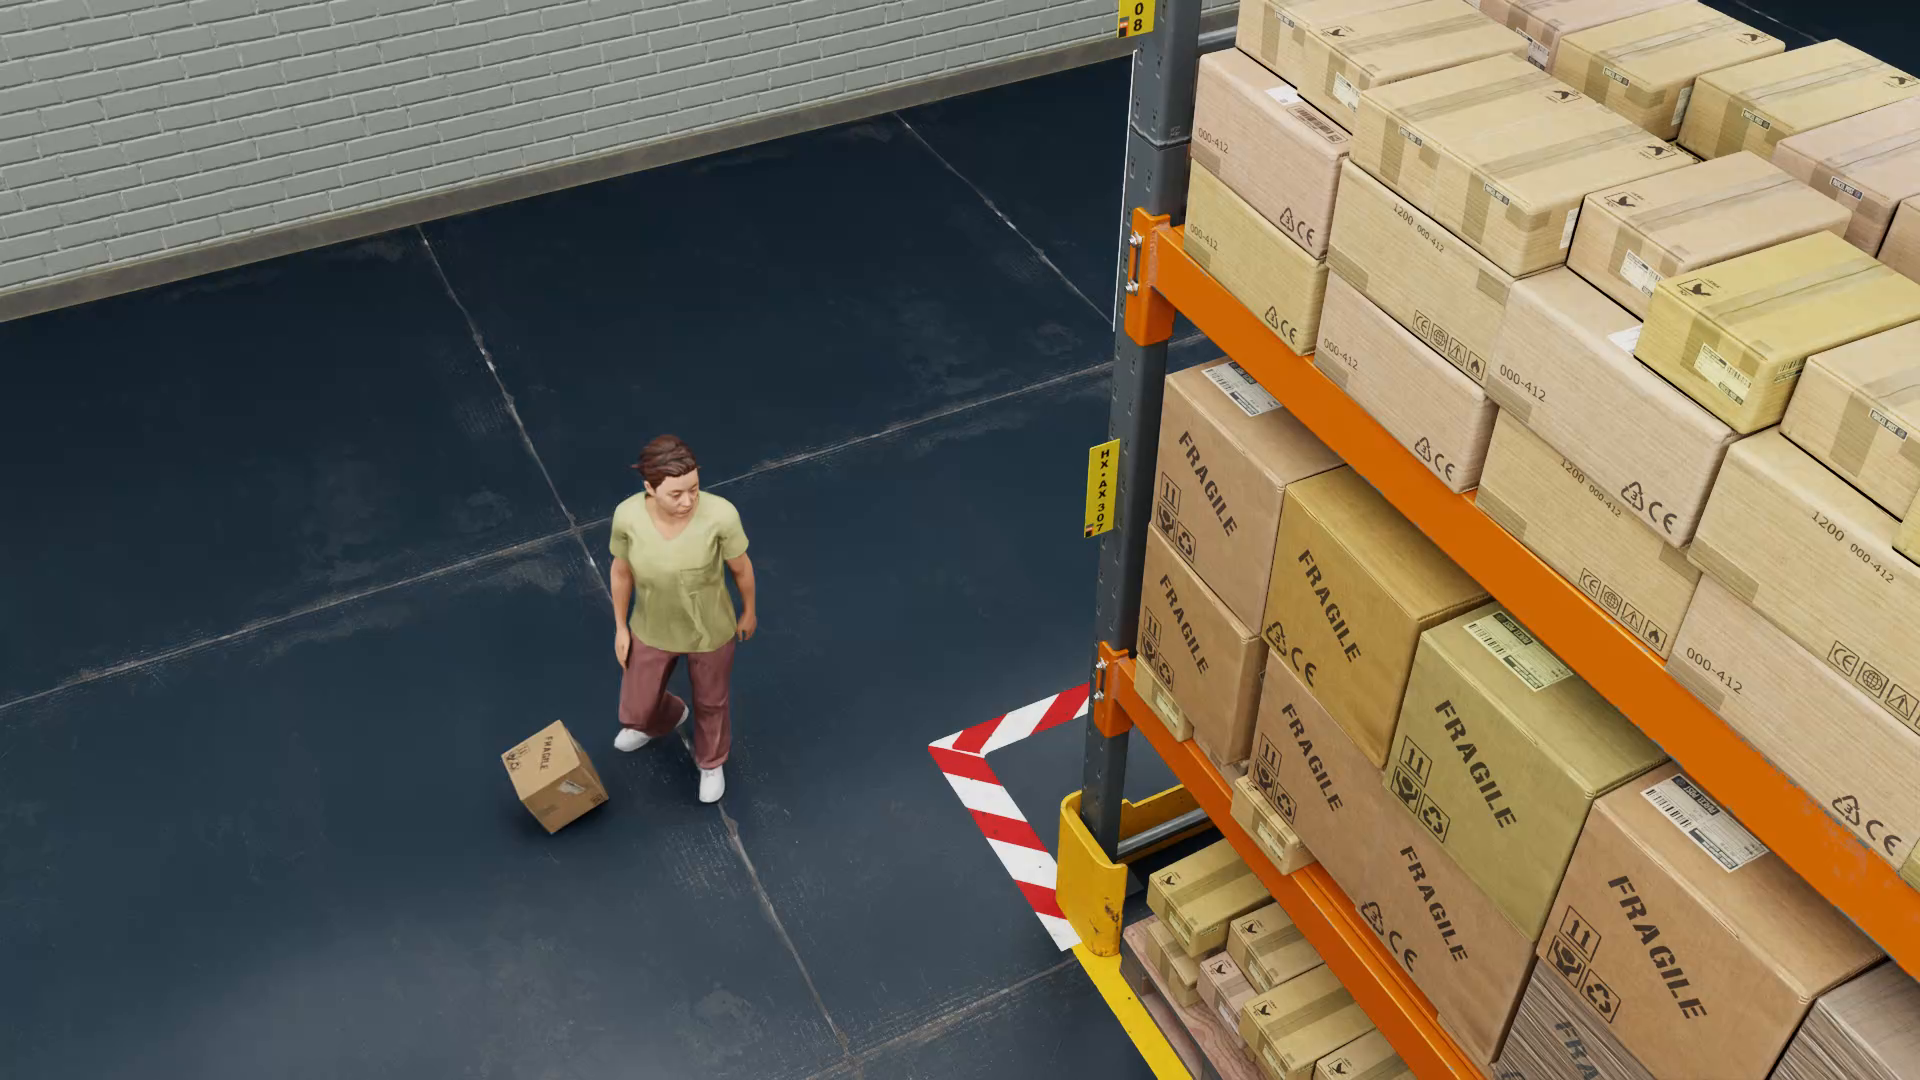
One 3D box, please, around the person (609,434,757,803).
[{"bbox_3d":[-1.017,0.267,5.831,0.626,1.667,0.434,1,41,1],"label":"person"}]
